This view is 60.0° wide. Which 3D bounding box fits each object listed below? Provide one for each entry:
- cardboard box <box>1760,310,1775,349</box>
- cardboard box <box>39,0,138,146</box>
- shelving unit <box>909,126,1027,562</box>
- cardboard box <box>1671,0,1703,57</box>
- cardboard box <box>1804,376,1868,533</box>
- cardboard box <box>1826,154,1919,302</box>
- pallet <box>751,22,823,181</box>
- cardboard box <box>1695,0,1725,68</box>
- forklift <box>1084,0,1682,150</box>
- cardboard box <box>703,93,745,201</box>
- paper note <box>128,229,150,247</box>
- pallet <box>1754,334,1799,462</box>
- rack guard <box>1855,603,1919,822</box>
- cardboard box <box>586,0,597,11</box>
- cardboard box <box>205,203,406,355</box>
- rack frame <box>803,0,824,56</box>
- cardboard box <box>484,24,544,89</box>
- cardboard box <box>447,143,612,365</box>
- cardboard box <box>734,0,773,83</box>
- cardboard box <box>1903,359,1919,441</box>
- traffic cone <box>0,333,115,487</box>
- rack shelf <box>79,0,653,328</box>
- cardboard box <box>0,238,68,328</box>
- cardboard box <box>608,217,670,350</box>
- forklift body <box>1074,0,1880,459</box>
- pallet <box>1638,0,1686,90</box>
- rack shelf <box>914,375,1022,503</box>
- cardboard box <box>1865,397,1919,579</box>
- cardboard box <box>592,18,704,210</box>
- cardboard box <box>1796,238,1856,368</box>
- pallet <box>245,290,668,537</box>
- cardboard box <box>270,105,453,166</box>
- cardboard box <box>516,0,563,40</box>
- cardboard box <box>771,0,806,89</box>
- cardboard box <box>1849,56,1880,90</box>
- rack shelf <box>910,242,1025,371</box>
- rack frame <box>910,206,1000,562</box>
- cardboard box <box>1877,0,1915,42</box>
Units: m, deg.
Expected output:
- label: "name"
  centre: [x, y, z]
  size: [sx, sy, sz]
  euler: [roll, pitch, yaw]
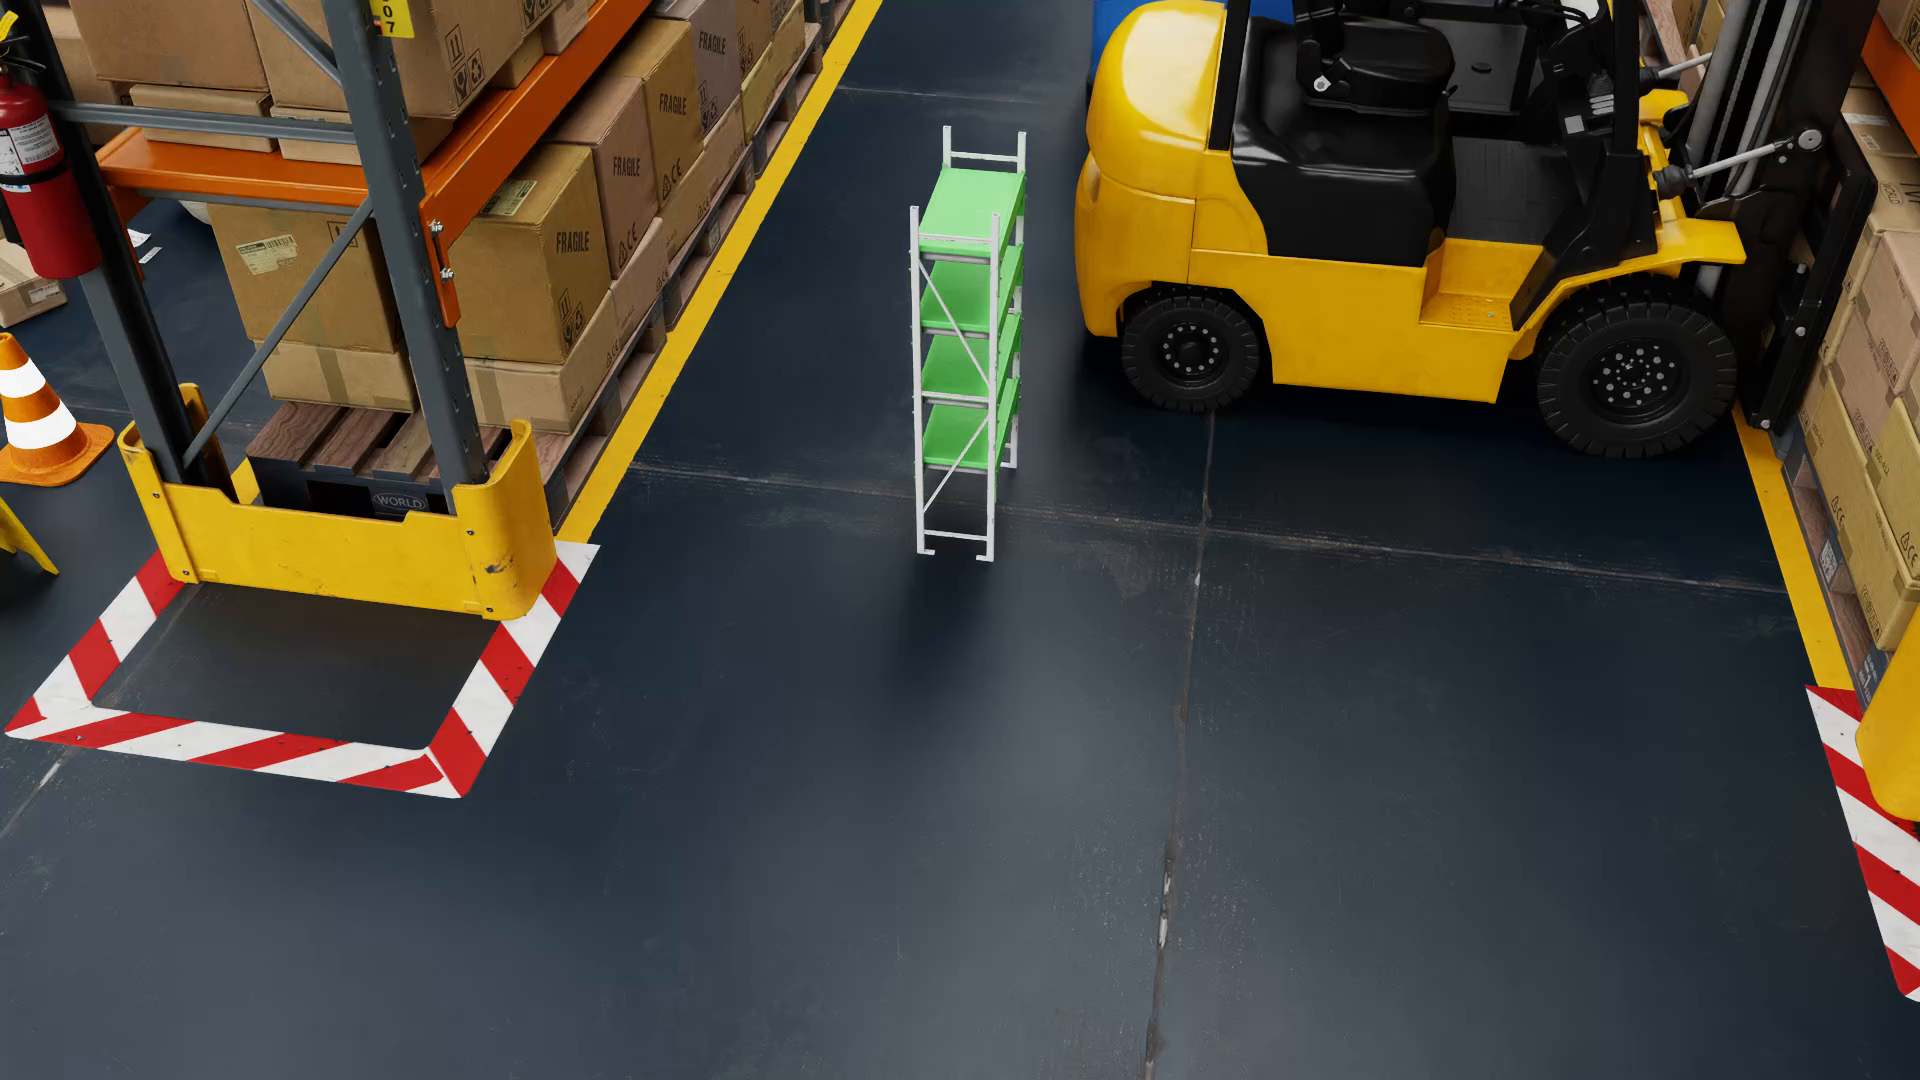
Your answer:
- label: "cardboard box"
  centre: [3.058, -0.872, 5.779]
  size: [0.500, 0.250, 0.500]
  euler: [8, 40, 9]
- label: "cardboard box"
  centre: [-3.897, -2.093, 7.280]
  size: [0.797, 0.637, 0.503]
  euler: [6, 40, 8]
- label: "shelving unit"
  centre: [0.029, -0.566, 4.993]
  size: [0.258, 1.200, 0.503]
  euler: [6, 40, 8]
- label: "cardboard box"
  centre: [3.800, -2.574, 7.543]
  size: [0.875, 0.625, 0.625]
  euler: [8, 40, 10]
- label: "cardboard box"
  centre: [2.894, -0.231, 5.004]
  size: [0.500, 0.250, 0.500]
  euler: [6, 40, 8]
- label: "cardboard box"
  centre: [2.961, -0.938, 5.074]
  size: [0.500, 0.250, 0.500]
  euler: [7, 40, 8]
- label: "pallet"
  centre: [-1.250, -2.043, 7.556]
  size: [1.003, 0.211, 1.213]
  euler: [6, 40, 8]
- label: "cardboard box"
  centre: [3.333, -2.024, 6.780]
  size: [0.500, 0.250, 0.500]
  euler: [6, 40, 7]
- label: "forklift"
  centre: [2.116, -2.955, 6.524]
  size: [3.031, 2.935, 1.130]
  euler: [7, 40, 9]
- label: "cardboard box"
  centre: [-1.181, -1.591, 6.649]
  size: [0.500, 0.250, 0.500]
  euler: [7, 40, 8]
- label: "paper note"
  centre: [-3.363, -1.214, 6.703]
  size: [0.148, 0.019, 0.142]
  euler: [20, 44, 23]
- label: "pallet"
  centre: [3.333, -0.661, 5.884]
  size: [1.003, 0.211, 1.213]
  euler: [6, 40, 8]
- label: "rack guard"
  centre: [3.025, 0.490, 4.265]
  size: [1.175, 0.500, 0.348]
  euler: [6, 40, 8]
- label: "cardboard box"
  centre: [-1.342, -1.764, 5.227]
  size: [0.380, 0.149, 0.250]
  euler: [7, 40, 9]
- label: "cardboard box"
  centre: [-1.979, -0.956, 5.292]
  size: [0.500, 0.500, 0.500]
  euler: [7, 40, 8]
- label: "rack frame"
  centre: [-1.169, -3.543, 7.182]
  size: [1.000, 3.000, 0.127]
  euler: [6, 40, 8]
- label: "cardboard box"
  centre: [-1.443, -1.444, 4.840]
  size: [0.380, 0.149, 0.250]
  euler: [5, 40, 6]
- label: "cardboard box"
  centre: [-1.445, -0.915, 5.242]
  size: [0.500, 0.500, 0.500]
  euler: [5, 40, 6]
- label: "cardboard box"
  centre: [-1.093, -2.214, 6.814]
  size: [0.500, 0.500, 0.500]
  euler: [7, 40, 8]
- label: "cardboard box"
  centre: [2.801, -0.299, 4.301]
  size: [0.500, 0.250, 0.500]
  euler: [8, 40, 9]
- label: "traffic cone"
  centre: [-3.057, -0.467, 5.452]
  size: [0.336, 0.463, 0.334]
  euler: [6, 40, 8]
- label: "rack shelf"
  centre: [-1.515, -2.011, 5.893]
  size: [1.077, 0.370, 4.000]
  euler: [6, 40, 8]
- label: "cardboard box"
  centre: [-3.624, -0.979, 6.318]
  size: [0.380, 0.149, 0.250]
  euler: [28, 47, 30]
- label: "cardboard box"
  centre: [-1.353, -0.930, 5.850]
  size: [0.500, 0.250, 0.500]
  euler: [8, 40, 9]
- label: "forklift body"
  centre: [1.560, -1.552, 5.439]
  size: [2.313, 2.155, 1.214]
  euler: [6, 40, 8]
- label: "pallet"
  centre: [3.810, -2.390, 7.976]
  size: [1.003, 0.211, 1.213]
  euler: [6, 40, 8]
- label: "rack shelf"
  centre: [0.029, -0.332, 5.187]
  size: [0.258, 0.148, 0.480]
  euler: [6, 40, 8]
- label: "cardboard box"
  centre: [2.805, -0.123, 4.480]
  size: [0.500, 0.250, 0.500]
  euler: [6, 40, 7]
- label: "cardboard box"
  centre: [-1.264, -1.557, 6.020]
  size: [0.500, 0.500, 0.500]
  euler: [7, 40, 9]
- label: "cardboard box"
  centre: [2.971, -0.763, 5.254]
  size: [0.500, 0.250, 0.500]
  euler: [6, 40, 7]
- label: "pallet"
  centre: [-1.672, -0.512, 5.704]
  size: [1.003, 0.211, 1.213]
  euler: [6, 40, 8]
- label: "cardboard box"
  centre: [-1.598, -1.127, 4.456]
  size: [0.380, 0.149, 0.250]
  euler: [7, 40, 8]
- label: "cardboard box"
  centre: [-1.419, -1.778, 4.735]
  size: [0.500, 0.500, 0.500]
  euler: [8, 40, 9]
- label: "cardboard box"
  centre: [-1.006, -2.245, 7.439]
  size: [0.500, 0.250, 0.500]
  euler: [8, 40, 10]
- label: "cardboard box"
  centre: [3.155, -1.584, 5.855]
  size: [0.500, 0.250, 0.500]
  euler: [8, 40, 9]
- label: "rack shelf"
  centre: [0.029, -0.702, 4.881]
  size: [0.258, 0.148, 0.480]
  euler: [6, 40, 8]
- label: "rack frame"
  centre: [-0.014, -0.413, 4.808]
  size: [0.240, 1.200, 0.015]
  euler: [6, 40, 8]
- label: "cardboard box"
  centre: [3.119, -1.827, 5.028]
  size: [0.500, 0.500, 0.500]
  euler: [7, 40, 8]
